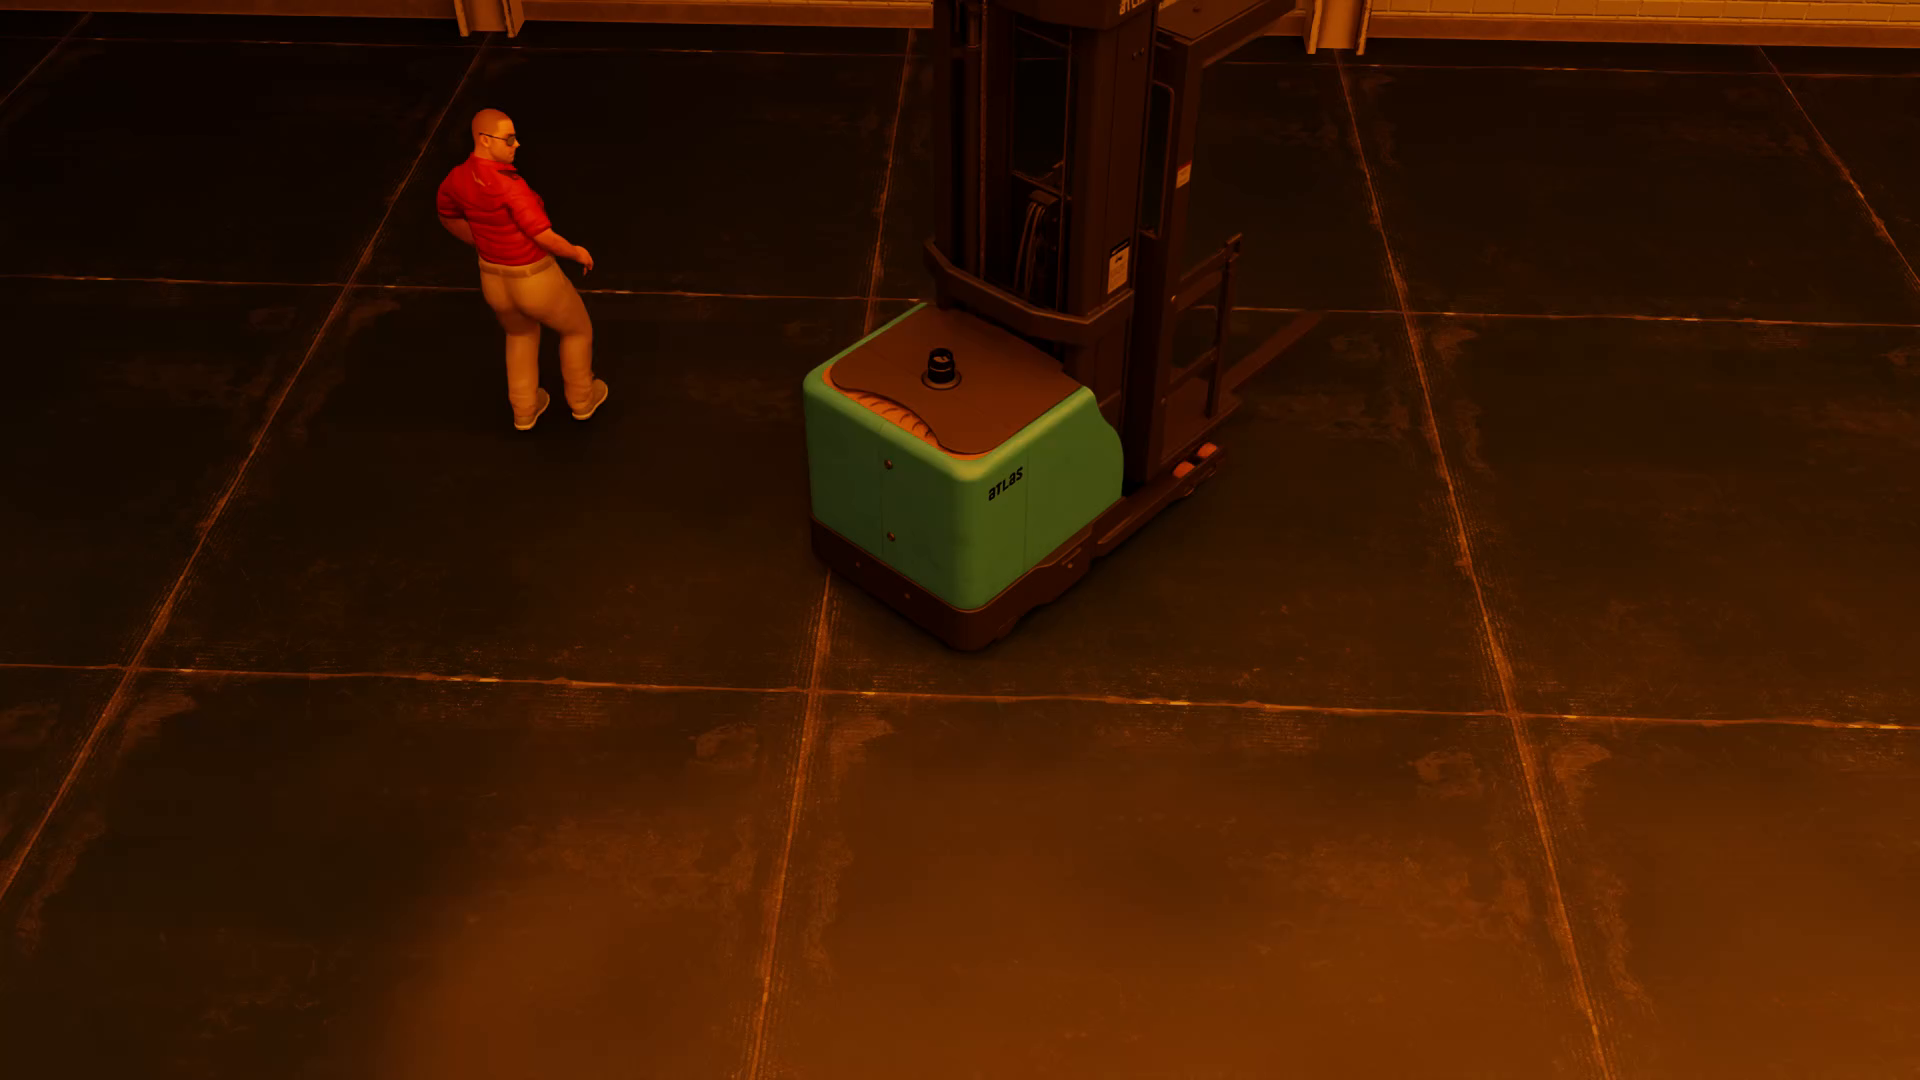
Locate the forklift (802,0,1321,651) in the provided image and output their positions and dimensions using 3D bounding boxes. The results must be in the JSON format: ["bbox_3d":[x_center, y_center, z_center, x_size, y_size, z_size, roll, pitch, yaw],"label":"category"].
[{"bbox_3d":[0.669,-1.508,7.394,1.130,2.935,3.031,31,51,30],"label":"forklift"}]

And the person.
[{"bbox_3d":[-2.129,-1.317,8.109,0.736,1.696,0.507,15,44,16],"label":"person"}]
